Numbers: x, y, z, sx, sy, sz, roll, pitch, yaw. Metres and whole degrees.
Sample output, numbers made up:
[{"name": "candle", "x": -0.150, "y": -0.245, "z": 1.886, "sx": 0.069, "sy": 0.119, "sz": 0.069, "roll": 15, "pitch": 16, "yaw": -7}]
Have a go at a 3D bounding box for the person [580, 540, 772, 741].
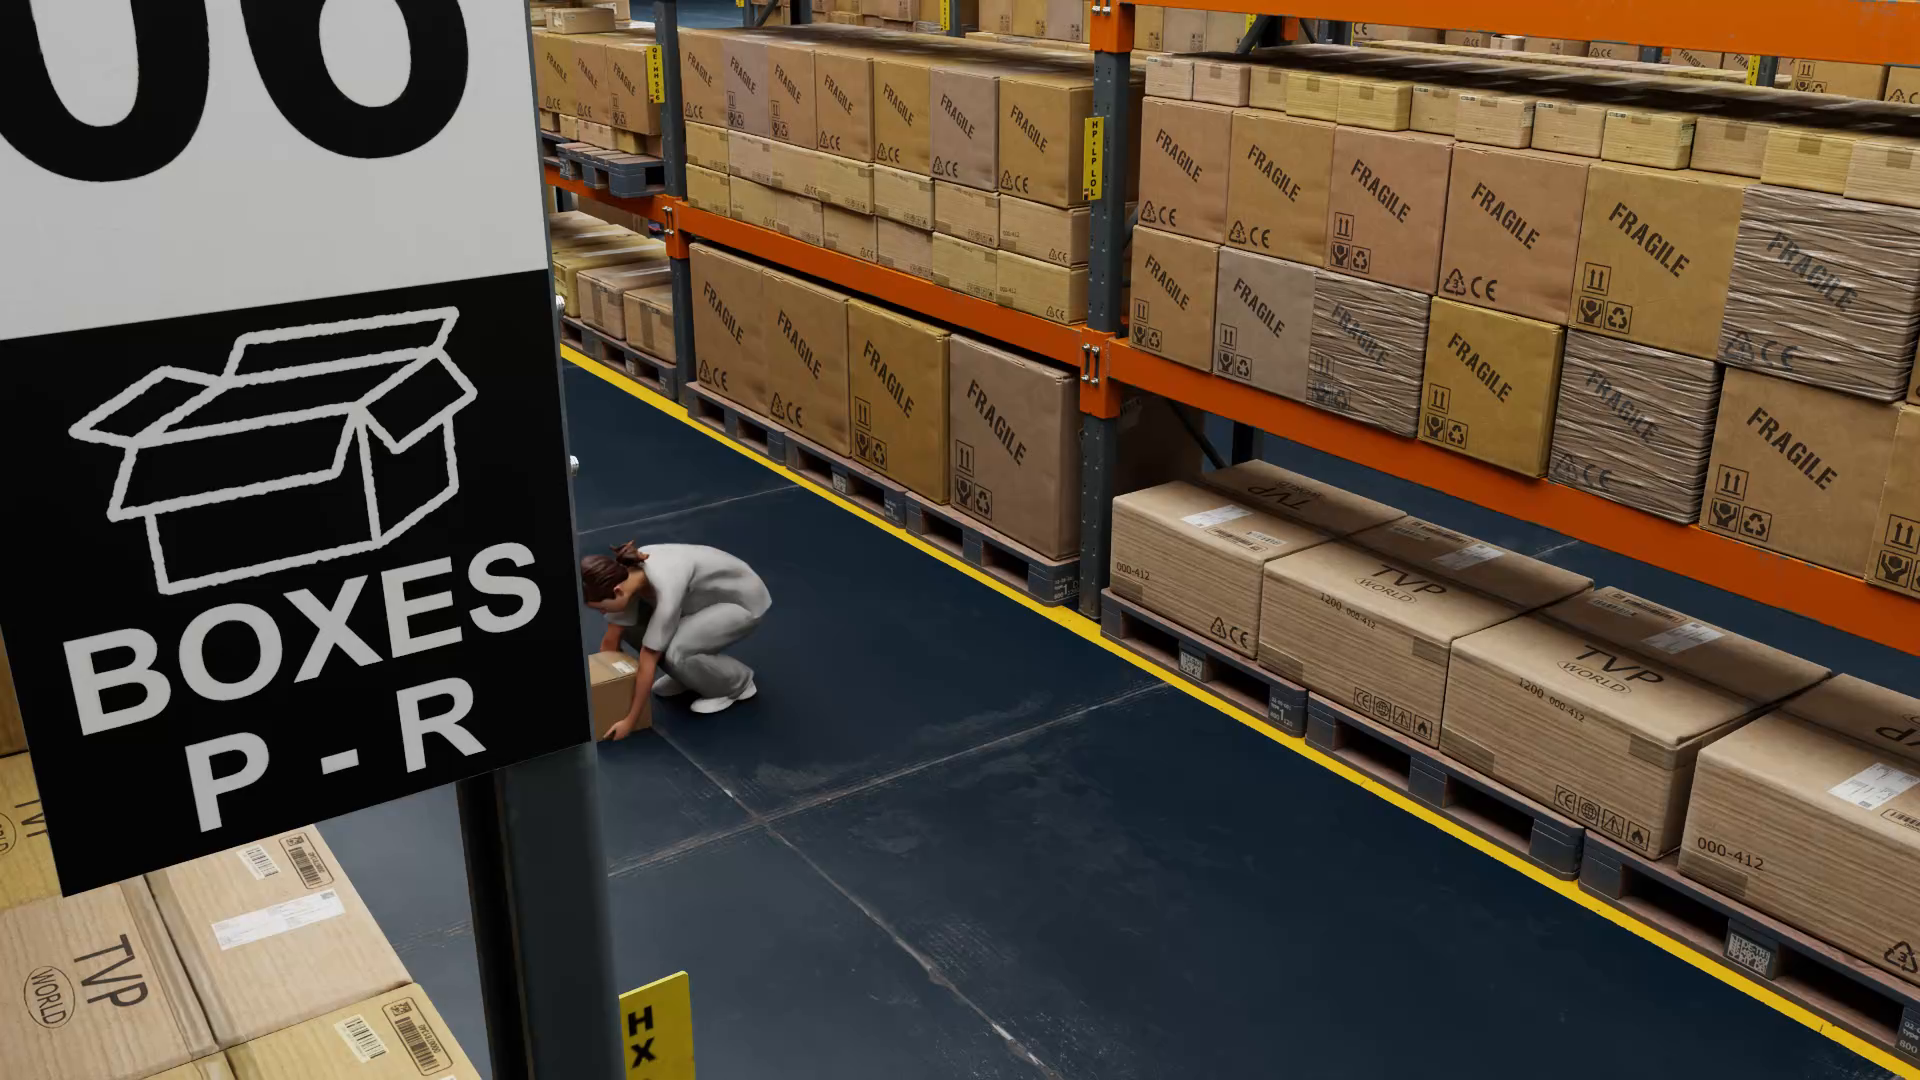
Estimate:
[{"name": "person", "x": -1.137, "y": 0.379, "z": 6.580, "sx": 0.829, "sy": 0.760, "sz": 0.466, "roll": -15, "pitch": 26, "yaw": -33}]
